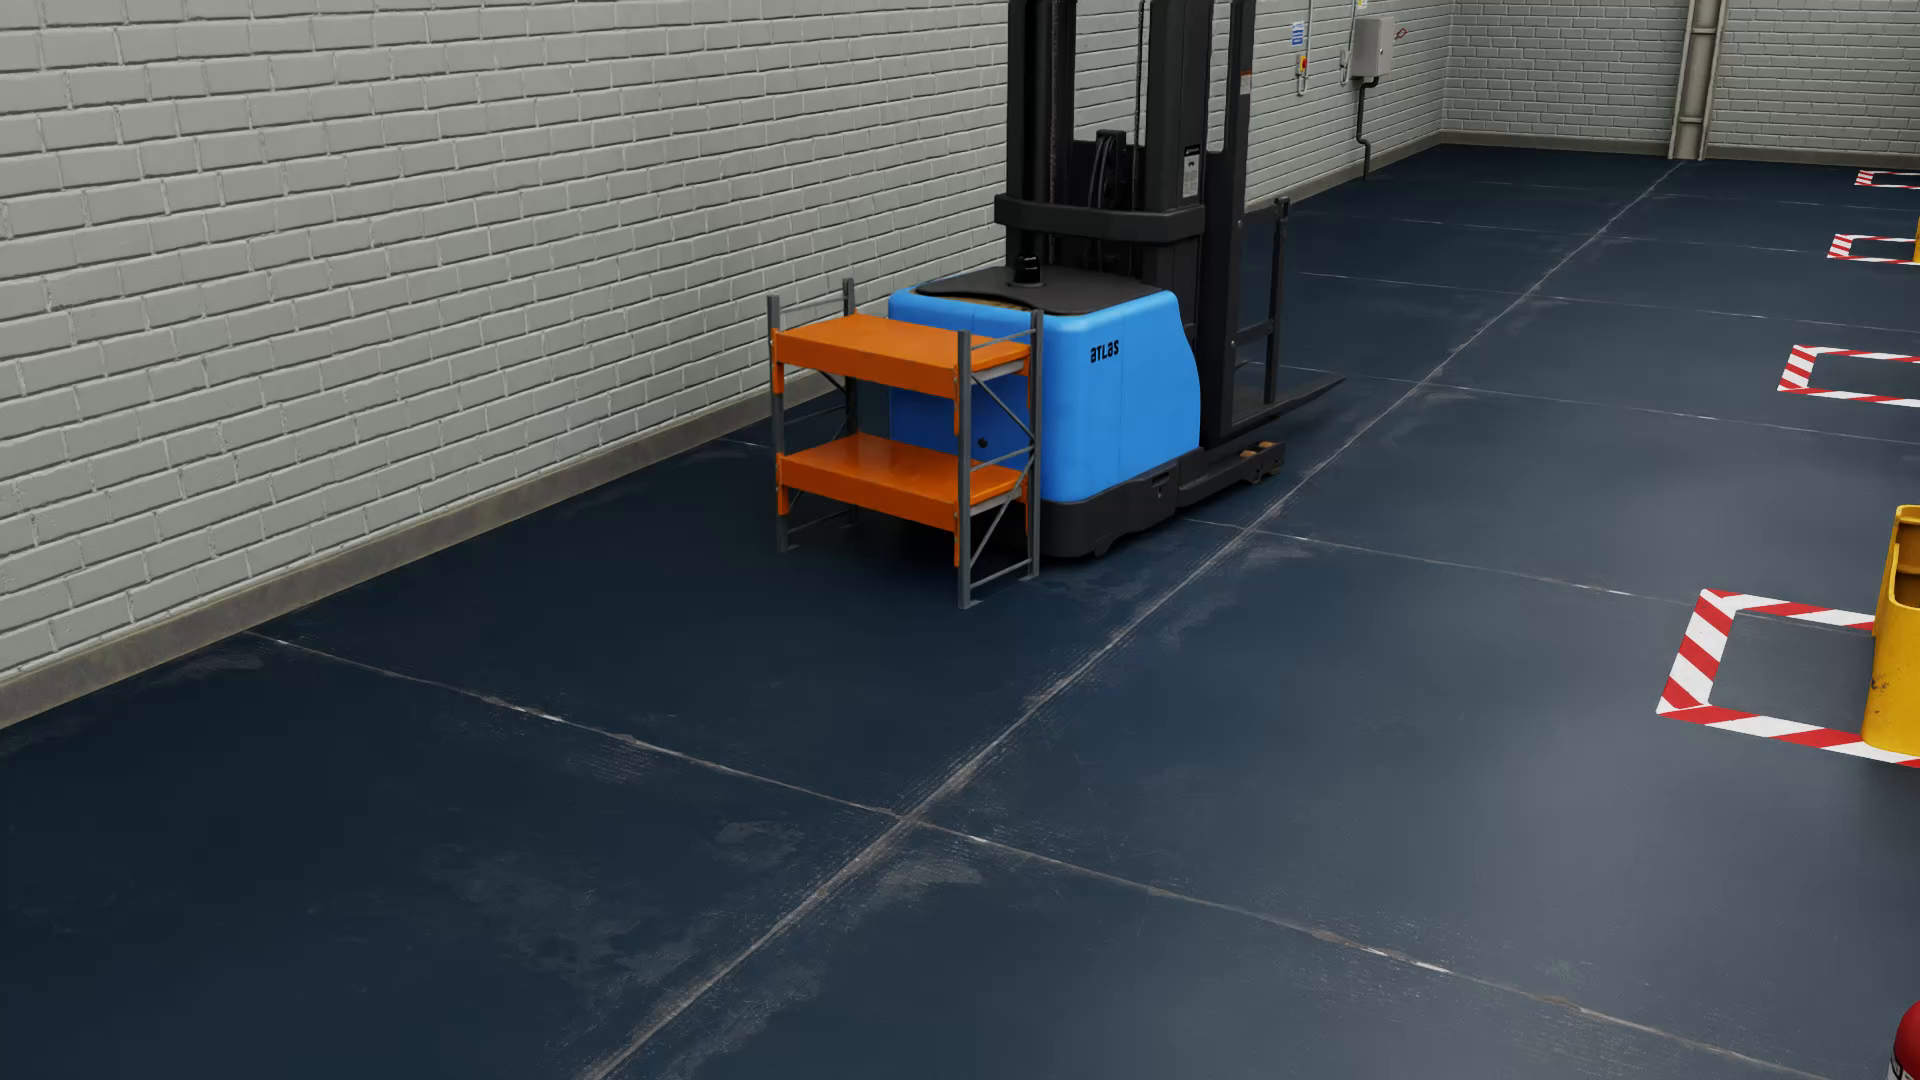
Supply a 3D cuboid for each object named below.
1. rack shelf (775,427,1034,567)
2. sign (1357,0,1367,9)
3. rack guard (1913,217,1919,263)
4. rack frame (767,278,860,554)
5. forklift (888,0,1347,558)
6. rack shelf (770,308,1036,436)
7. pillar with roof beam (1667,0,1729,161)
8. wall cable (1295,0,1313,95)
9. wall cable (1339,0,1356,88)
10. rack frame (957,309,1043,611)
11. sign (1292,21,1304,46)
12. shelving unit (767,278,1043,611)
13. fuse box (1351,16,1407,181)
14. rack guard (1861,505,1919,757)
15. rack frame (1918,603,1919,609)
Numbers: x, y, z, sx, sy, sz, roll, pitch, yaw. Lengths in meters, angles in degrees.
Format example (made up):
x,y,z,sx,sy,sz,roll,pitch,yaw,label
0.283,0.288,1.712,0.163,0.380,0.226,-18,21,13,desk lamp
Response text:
x,y,z,sx,sy,sz,roll,pitch,yaw,label
-0.232,-0.198,6.978,1.000,0.278,0.538,16,25,37,rack shelf
4.274,-5.761,17.638,0.001,0.242,0.339,11,23,27,sign
8.243,-2.652,13.944,0.348,0.500,1.175,11,23,27,rack guard
-0.625,-0.538,7.198,0.032,1.125,0.500,16,25,37,rack frame
0.964,-1.740,7.863,1.130,2.935,3.031,15,25,35,forklift
-0.232,-0.703,6.795,1.000,0.278,0.538,16,25,37,rack shelf
6.668,-7.557,15.002,0.400,9.000,9.100,11,23,27,pillar with roof beam
3.330,-5.246,15.894,0.123,1.953,0.585,11,23,27,wall cable
4.011,-5.656,17.069,0.122,1.984,0.588,11,23,27,wall cable
0.161,-0.318,6.592,0.032,1.125,0.500,16,25,37,rack frame
3.253,-4.877,16.015,0.001,0.218,0.327,11,23,27,sign
-0.232,-0.428,6.895,1.048,1.125,0.538,16,25,37,shelving unit
4.482,-4.750,17.949,0.414,1.711,0.539,11,23,27,fuse box
3.410,0.298,5.811,0.348,0.500,1.175,11,23,27,rack guard
3.431,-0.873,5.373,0.127,3.000,1.000,11,23,27,rack frame
